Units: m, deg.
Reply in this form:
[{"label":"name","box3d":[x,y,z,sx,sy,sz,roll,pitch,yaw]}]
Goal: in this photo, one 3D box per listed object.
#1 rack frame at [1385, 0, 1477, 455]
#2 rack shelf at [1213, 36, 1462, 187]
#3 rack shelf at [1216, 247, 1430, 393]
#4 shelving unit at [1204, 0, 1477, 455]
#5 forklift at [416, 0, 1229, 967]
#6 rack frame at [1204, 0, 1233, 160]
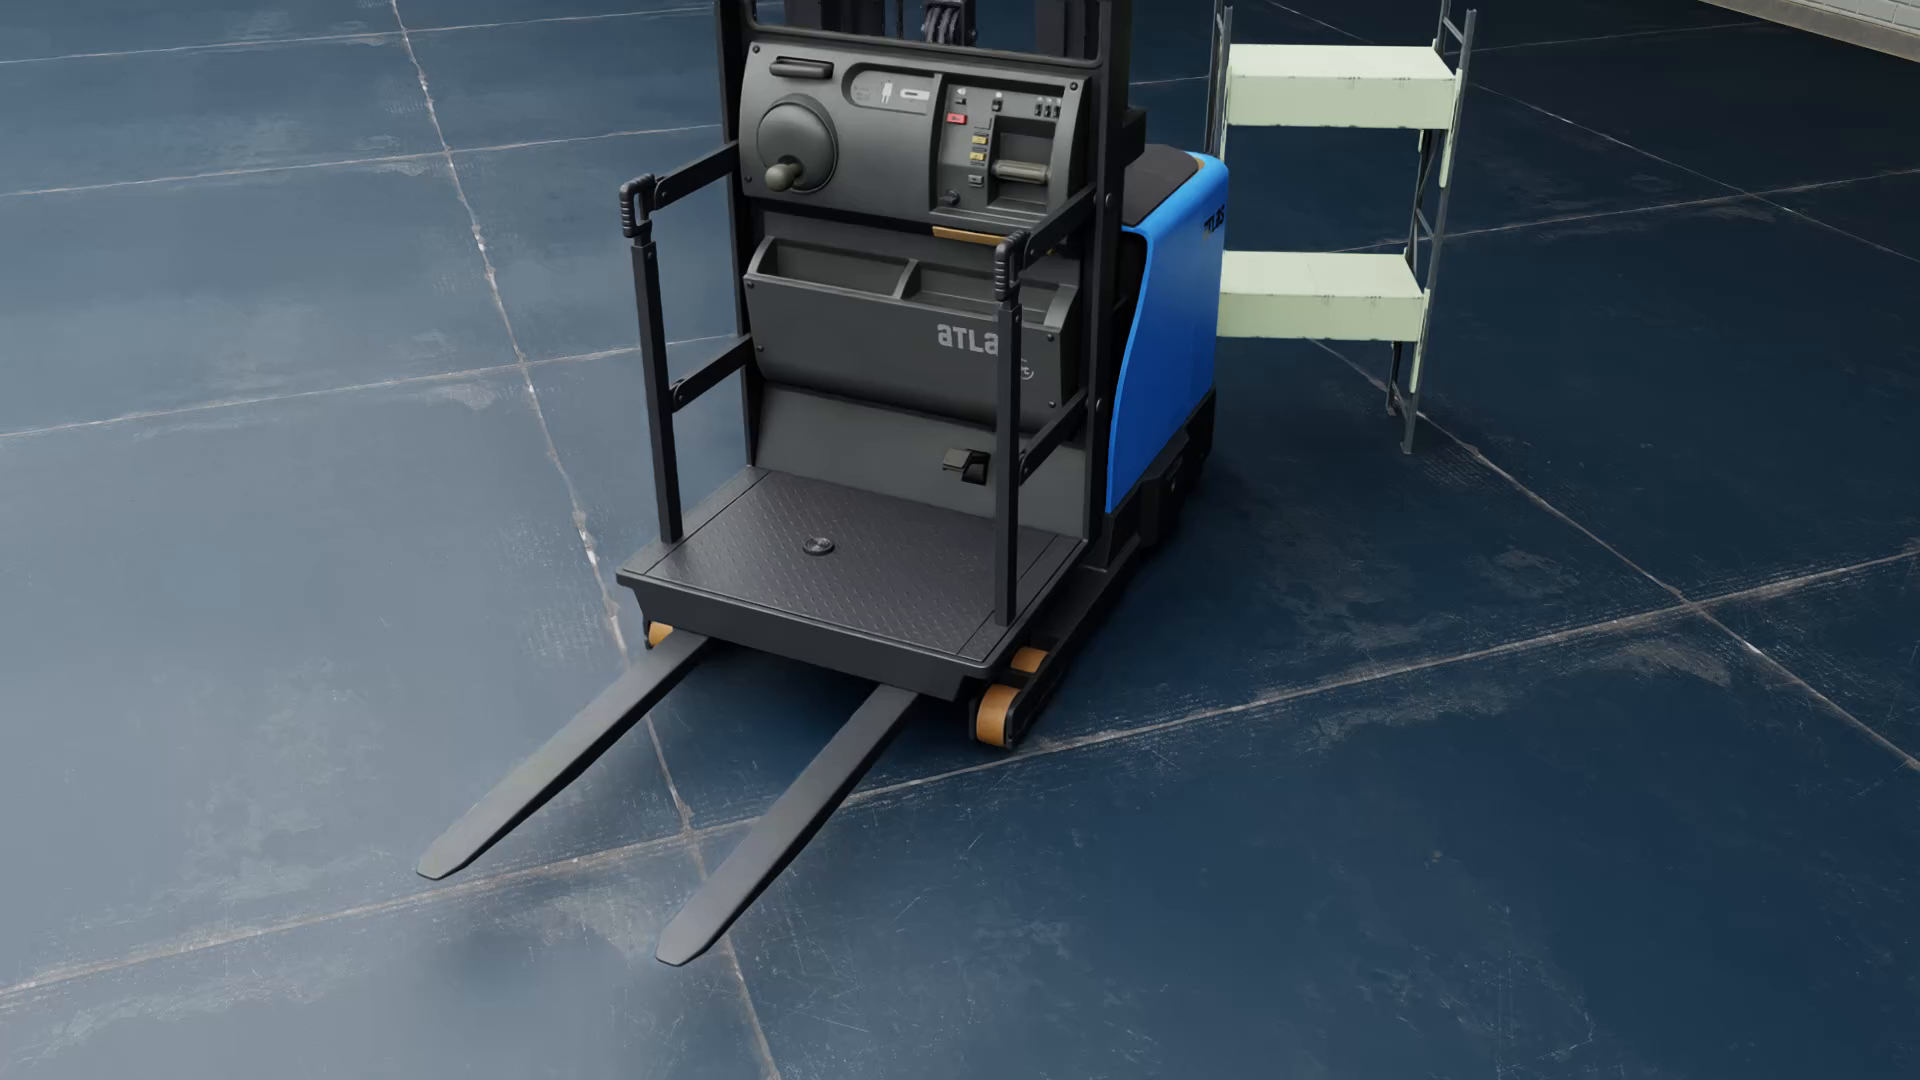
[{"label":"rack frame","box3d":[1.563,-1.045,5.569,0.023,1.500,0.400,2,30,3]},{"label":"rack shelf","box3d":[1.198,-1.395,5.395,0.720,0.370,0.431,2,30,3]},{"label":"rack shelf","box3d":[1.198,-0.773,5.749,0.720,0.370,0.431,2,30,3]},{"label":"shelving unit","box3d":[1.198,-1.056,5.588,0.755,1.500,0.431,2,30,3]},{"label":"forklift","box3d":[-0.225,-0.980,4.010,1.130,2.935,3.031,13,32,21]},{"label":"rack frame","box3d":[0.833,-1.067,5.607,0.023,1.500,0.400,2,30,3]}]
